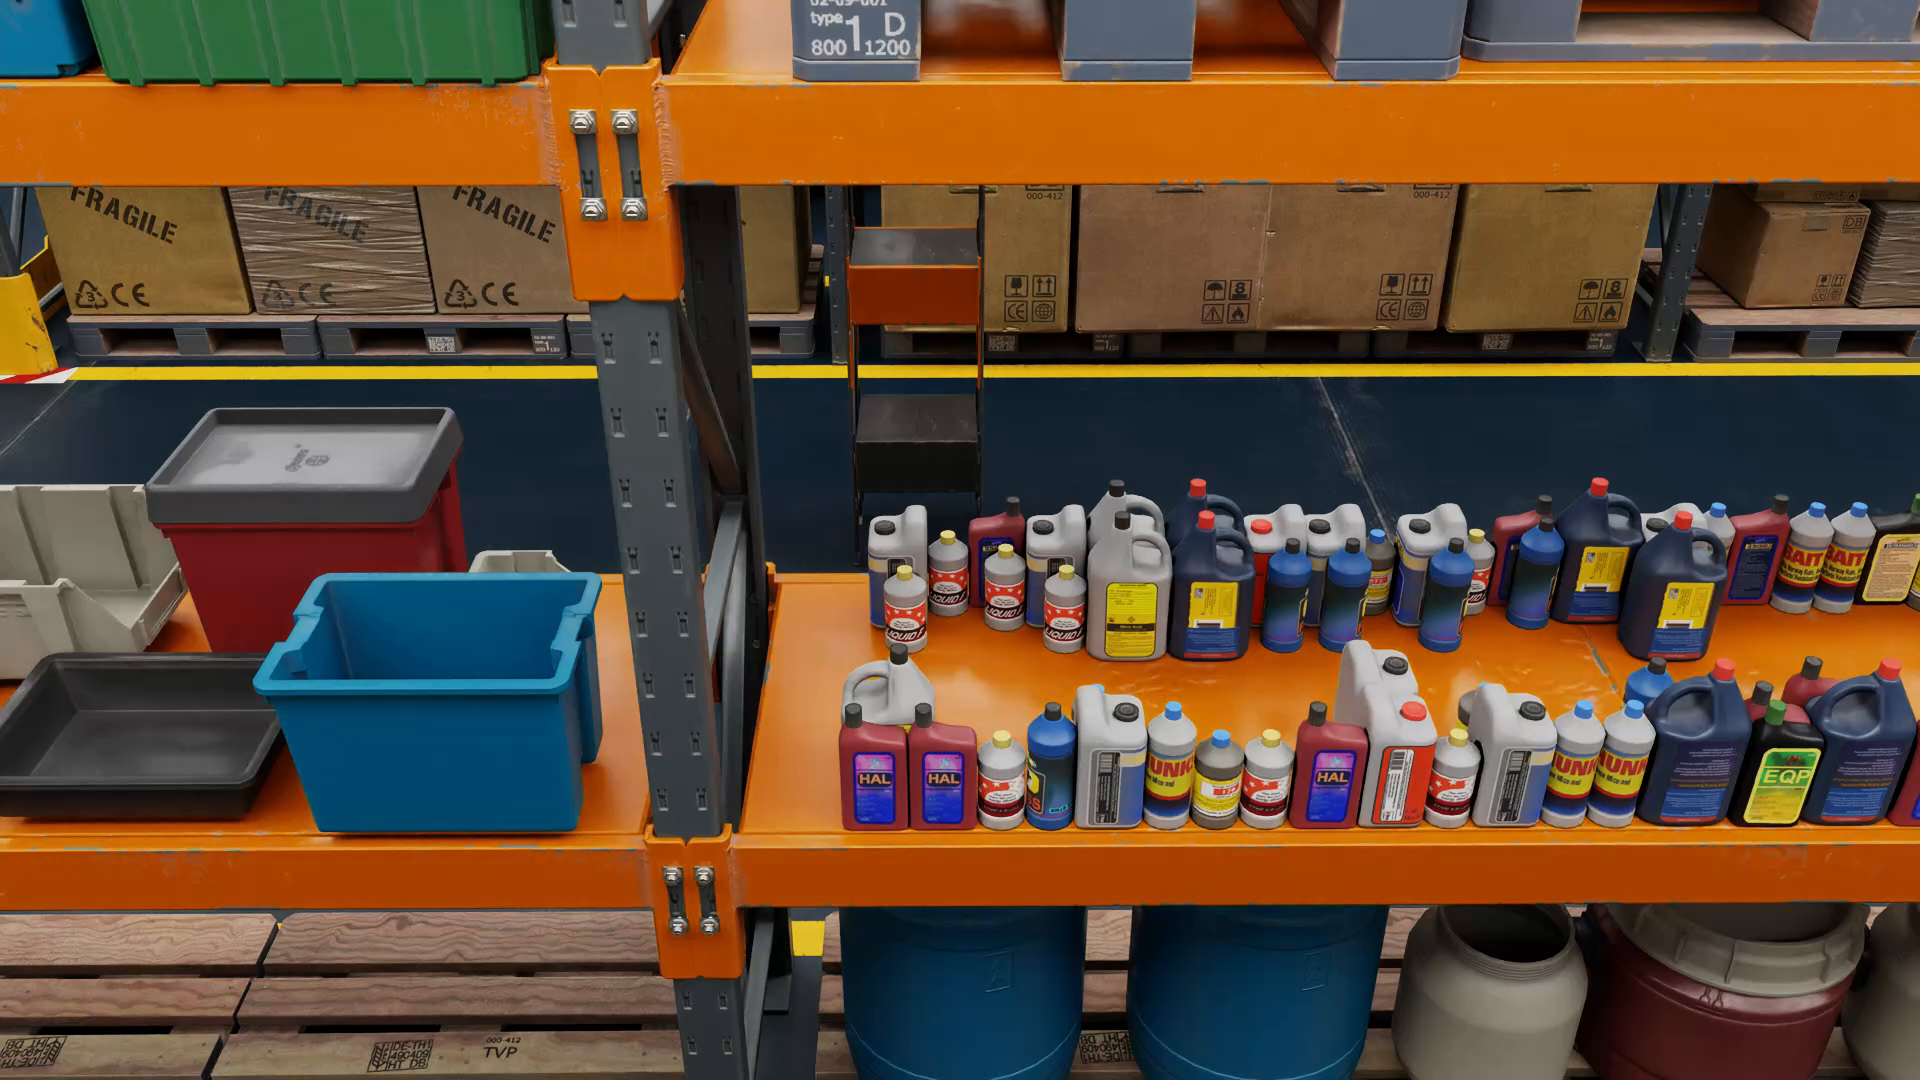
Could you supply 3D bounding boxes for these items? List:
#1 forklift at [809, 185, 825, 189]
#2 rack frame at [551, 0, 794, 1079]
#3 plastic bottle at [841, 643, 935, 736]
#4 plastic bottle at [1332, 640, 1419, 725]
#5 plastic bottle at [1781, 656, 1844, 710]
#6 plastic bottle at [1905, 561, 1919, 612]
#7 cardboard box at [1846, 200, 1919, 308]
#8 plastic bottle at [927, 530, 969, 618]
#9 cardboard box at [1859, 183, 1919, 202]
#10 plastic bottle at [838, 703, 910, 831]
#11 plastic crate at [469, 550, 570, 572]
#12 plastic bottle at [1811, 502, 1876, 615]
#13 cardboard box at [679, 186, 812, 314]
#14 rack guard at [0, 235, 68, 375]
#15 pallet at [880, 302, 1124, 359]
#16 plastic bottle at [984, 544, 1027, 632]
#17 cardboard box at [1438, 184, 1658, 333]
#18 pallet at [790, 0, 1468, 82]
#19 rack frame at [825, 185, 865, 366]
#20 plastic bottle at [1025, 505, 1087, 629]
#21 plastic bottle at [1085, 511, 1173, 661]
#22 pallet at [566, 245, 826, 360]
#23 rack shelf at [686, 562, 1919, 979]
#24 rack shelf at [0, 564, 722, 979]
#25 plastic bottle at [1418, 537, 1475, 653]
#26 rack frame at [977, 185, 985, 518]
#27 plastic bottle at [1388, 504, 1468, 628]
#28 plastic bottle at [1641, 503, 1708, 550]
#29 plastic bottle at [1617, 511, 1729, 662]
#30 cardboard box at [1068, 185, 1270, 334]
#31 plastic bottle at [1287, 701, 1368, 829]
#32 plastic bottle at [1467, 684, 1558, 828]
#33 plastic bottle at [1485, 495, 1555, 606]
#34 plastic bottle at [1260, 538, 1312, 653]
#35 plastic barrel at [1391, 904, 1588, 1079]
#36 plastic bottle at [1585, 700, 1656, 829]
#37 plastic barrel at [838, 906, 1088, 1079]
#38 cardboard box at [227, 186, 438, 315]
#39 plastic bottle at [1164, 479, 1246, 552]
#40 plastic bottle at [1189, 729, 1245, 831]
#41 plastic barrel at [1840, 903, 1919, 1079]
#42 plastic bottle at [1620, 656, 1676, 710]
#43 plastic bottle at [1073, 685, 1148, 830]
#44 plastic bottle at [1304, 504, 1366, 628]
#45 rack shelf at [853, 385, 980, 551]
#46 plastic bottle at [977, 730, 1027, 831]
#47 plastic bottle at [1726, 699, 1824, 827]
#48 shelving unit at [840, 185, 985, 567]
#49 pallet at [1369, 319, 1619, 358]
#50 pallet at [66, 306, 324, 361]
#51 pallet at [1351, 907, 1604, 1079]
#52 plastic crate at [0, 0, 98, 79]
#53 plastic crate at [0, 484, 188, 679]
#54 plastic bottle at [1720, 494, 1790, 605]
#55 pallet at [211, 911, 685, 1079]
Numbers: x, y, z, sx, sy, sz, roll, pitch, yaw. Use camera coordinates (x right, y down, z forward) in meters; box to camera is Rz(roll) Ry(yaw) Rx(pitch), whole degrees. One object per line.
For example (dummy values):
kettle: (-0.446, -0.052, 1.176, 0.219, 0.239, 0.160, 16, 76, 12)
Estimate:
forklift: (-0.448, -3.684, 9.996, 3.031, 2.935, 1.130, -7, 32, -12)
rack frame: (-0.536, 0.171, 3.576, 0.127, 3.000, 1.000, 0, 31, 0)
plastic bottle: (-0.142, 0.359, 3.314, 0.185, 0.351, 0.144, 0, 31, 0)
plastic bottle: (0.854, 0.339, 3.420, 0.135, 0.276, 0.152, 0, 31, 0)
plastic bottle: (1.733, 0.360, 3.377, 0.133, 0.283, 0.061, 0, 31, 0)
plastic bottle: (2.317, 0.065, 3.942, 0.097, 0.201, 0.097, 0, 31, 0)
cardboard box: (4.658, -1.551, 8.400, 0.500, 0.500, 0.700, -3, 31, -4)
plastic bottle: (-0.028, 0.073, 3.930, 0.097, 0.201, 0.097, 0, 31, 0)
cardboard box: (4.634, -1.875, 8.212, 0.500, 0.250, 0.500, 3, 31, 5)
plastic bottle: (-0.167, 0.441, 3.244, 0.133, 0.283, 0.061, 0, 31, 0)
plastic crate: (-1.003, 0.186, 3.749, 0.243, 0.136, 0.396, 0, 31, 0)
plastic bottle: (2.086, 0.036, 3.923, 0.097, 0.271, 0.097, 0, 31, 0)
cardboard box: (-1.227, -1.709, 8.318, 0.875, 0.875, 0.875, 0, 31, 0)
rack guard: (-4.590, -1.317, 8.438, 0.348, 0.500, 1.175, 0, 31, 0)
pallet: (0.205, -1.247, 8.602, 1.213, 0.211, 1.003, 0, 31, 0)
plastic bottle: (0.105, 0.104, 3.879, 0.097, 0.201, 0.097, 0, 31, 0)
cardboard box: (2.744, -1.690, 8.288, 0.875, 0.875, 1.225, -2, 31, -3)
pallet: (0.247, -1.084, 2.935, 1.003, 0.211, 1.213, 0, 31, 0)
rack frame: (-0.566, -2.398, 7.811, 0.127, 3.000, 1.000, 0, 31, 0)
plastic bottle: (0.221, 0.054, 3.889, 0.135, 0.276, 0.152, 0, 31, 0)
plastic bottle: (0.382, 0.094, 3.750, 0.185, 0.351, 0.144, 0, 31, 0)
pallet: (-1.327, -1.244, 8.597, 1.213, 0.211, 1.003, 0, 31, 0)
rack shelf: (1.464, 0.472, 3.773, 4.000, 0.370, 1.077, 0, 31, 0)
rack shelf: (-2.536, 0.485, 3.753, 4.000, 0.370, 1.077, 0, 31, 0)
plastic bottle: (1.111, 0.118, 3.788, 0.097, 0.271, 0.097, 0, 31, 0)
rack frame: (0.078, -0.898, 6.206, 0.015, 2.100, 0.400, 0, 31, 0)
plastic bottle: (1.092, 0.051, 3.893, 0.135, 0.276, 0.152, 0, 31, 0)
plastic bottle: (1.642, 0.050, 3.896, 0.135, 0.276, 0.152, 0, 31, 0)
plastic bottle: (1.618, 0.095, 3.750, 0.185, 0.351, 0.144, 0, 31, 0)
cardboard box: (0.967, -1.685, 8.279, 0.875, 0.875, 1.225, -1, 31, -2)
plastic bottle: (0.721, 0.438, 3.248, 0.133, 0.283, 0.061, 0, 31, 0)
plastic bottle: (1.087, 0.417, 3.291, 0.135, 0.276, 0.152, 0, 31, 0)
plastic bottle: (1.323, 0.024, 3.931, 0.133, 0.283, 0.061, 0, 31, 0)
plastic bottle: (0.745, 0.119, 3.786, 0.097, 0.271, 0.097, 0, 31, 0)
plastic barrel: (1.281, 1.105, 4.031, 0.421, 0.512, 0.421, 0, 31, 0)
plastic bottle: (1.300, 0.432, 3.270, 0.097, 0.271, 0.097, 0, 31, 0)
plastic barrel: (0.008, 0.896, 4.000, 0.708, 0.901, 0.600, 0, 31, 0)
cardboard box: (-3.017, -1.703, 8.309, 0.875, 0.875, 0.875, 0, 31, 0)
plastic bottle: (0.566, 0.019, 3.874, 0.185, 0.351, 0.144, 0, 31, 0)
plastic bottle: (0.508, 0.465, 3.284, 0.097, 0.201, 0.097, 0, 31, 0)
plastic barrel: (2.410, 1.101, 4.037, 0.421, 0.512, 0.421, 0, 31, 0)
plastic bottle: (1.397, 0.357, 3.394, 0.097, 0.271, 0.097, 0, 31, 0)
plastic bottle: (0.295, 0.419, 3.287, 0.135, 0.276, 0.152, 0, 31, 0)
plastic bottle: (0.860, 0.052, 3.892, 0.135, 0.276, 0.152, 0, 31, 0)
rack shelf: (-0.166, -0.287, 6.575, 0.480, 0.518, 0.431, 0, 31, 0)
plastic bottle: (0.082, 0.466, 3.282, 0.097, 0.201, 0.097, 0, 31, 0)
plastic bottle: (1.601, 0.436, 3.253, 0.133, 0.283, 0.061, 0, 31, 0)
shelving unit: (-0.166, -0.897, 6.205, 0.503, 2.100, 0.431, 0, 31, 0)
pallet: (2.645, -1.255, 8.615, 1.213, 0.211, 1.003, 0, 31, 0)
pallet: (-3.767, -1.236, 8.584, 1.213, 0.211, 1.003, 0, 31, 0)
pallet: (1.459, 1.377, 4.277, 1.213, 0.211, 1.003, 0, 31, 0)
plastic crate: (-1.445, -0.871, 2.564, 0.300, 0.233, 0.416, 0, 31, 0)
plastic crate: (-2.064, 0.105, 3.741, 0.530, 0.282, 0.437, 0, 31, 0)
plastic bottle: (1.873, 0.022, 3.934, 0.133, 0.283, 0.061, 0, 31, 0)
pallet: (-1.271, 1.386, 4.263, 1.213, 0.211, 1.003, 0, 31, 0)
